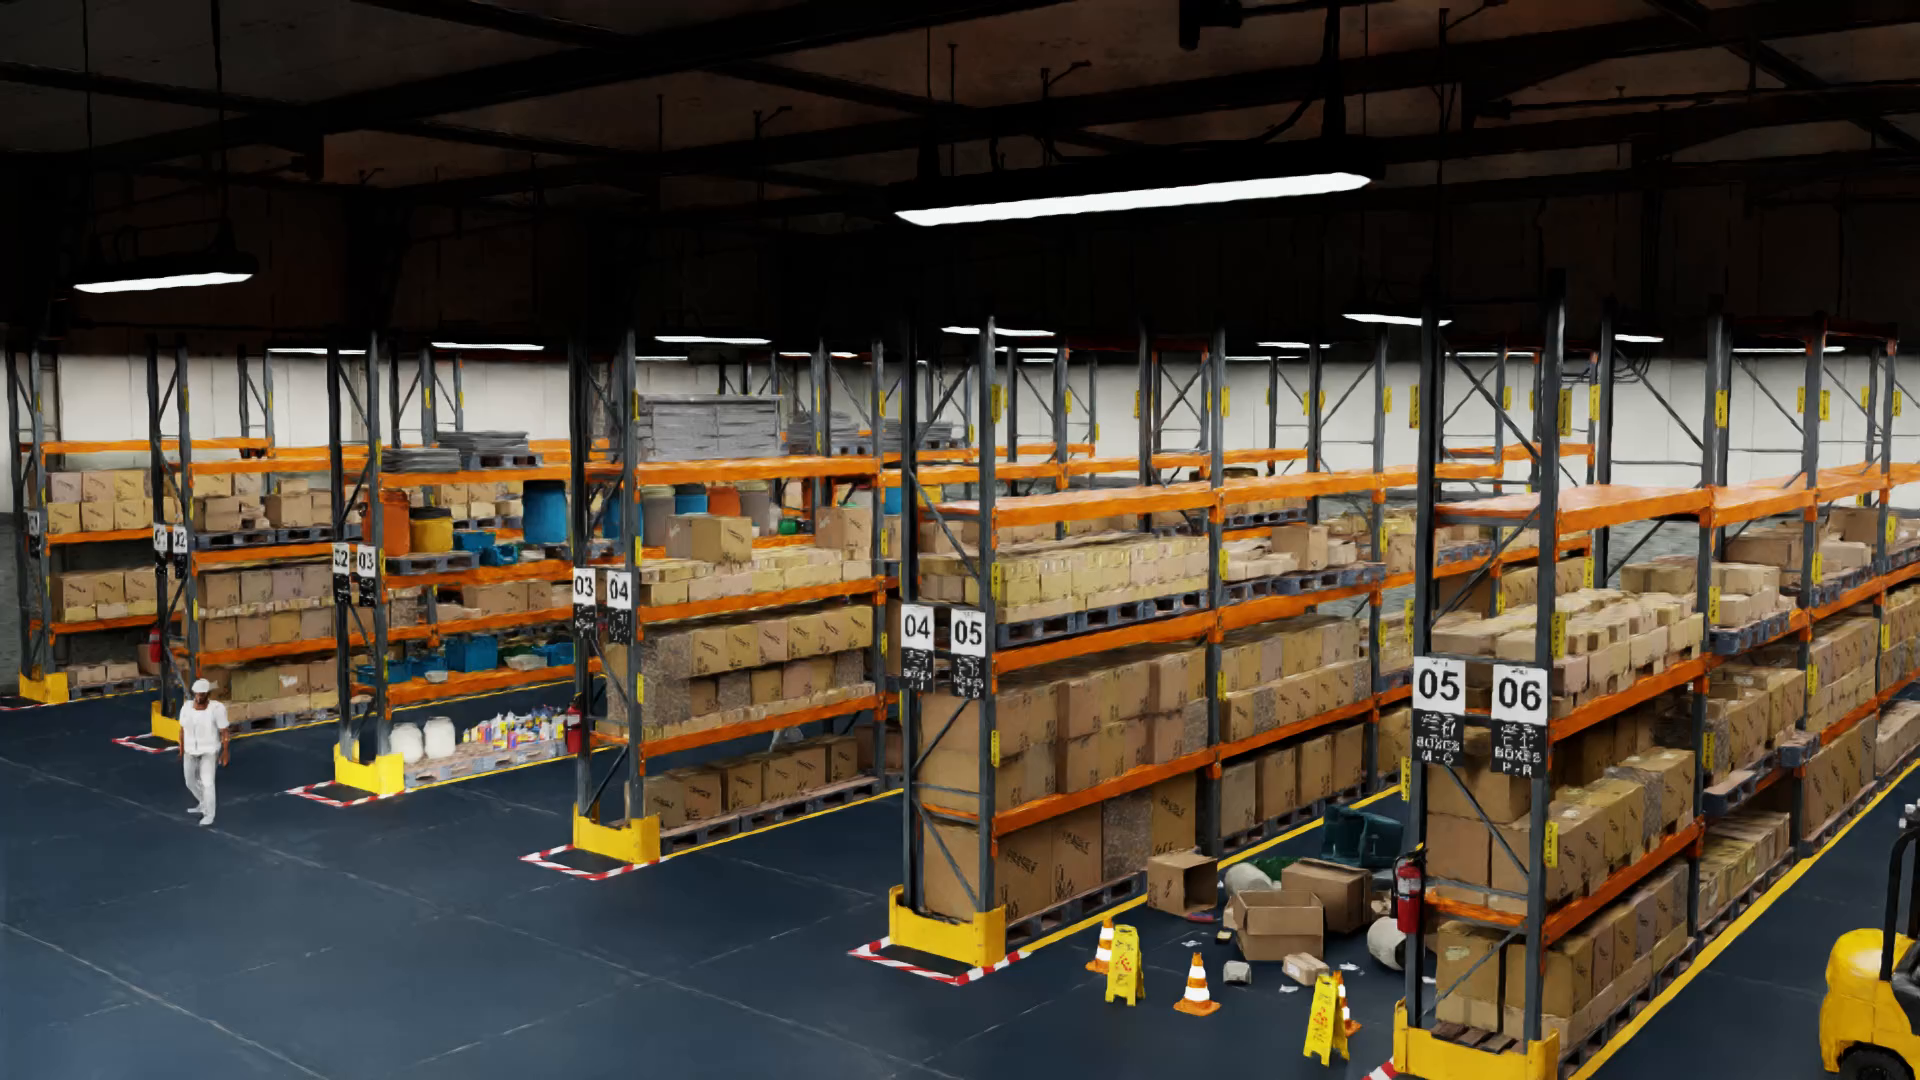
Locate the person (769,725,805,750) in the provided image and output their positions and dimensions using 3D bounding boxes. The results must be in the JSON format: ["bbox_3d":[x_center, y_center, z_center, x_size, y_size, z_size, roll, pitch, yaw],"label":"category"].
[{"bbox_3d":[-2.457,2.309,22.757,0.598,1.588,1.194,5,7,41],"label":"person"}]

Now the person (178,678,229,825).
[{"bbox_3d":[-9.037,2.507,19.898,0.612,1.754,0.571,0,5,4],"label":"person"}]
